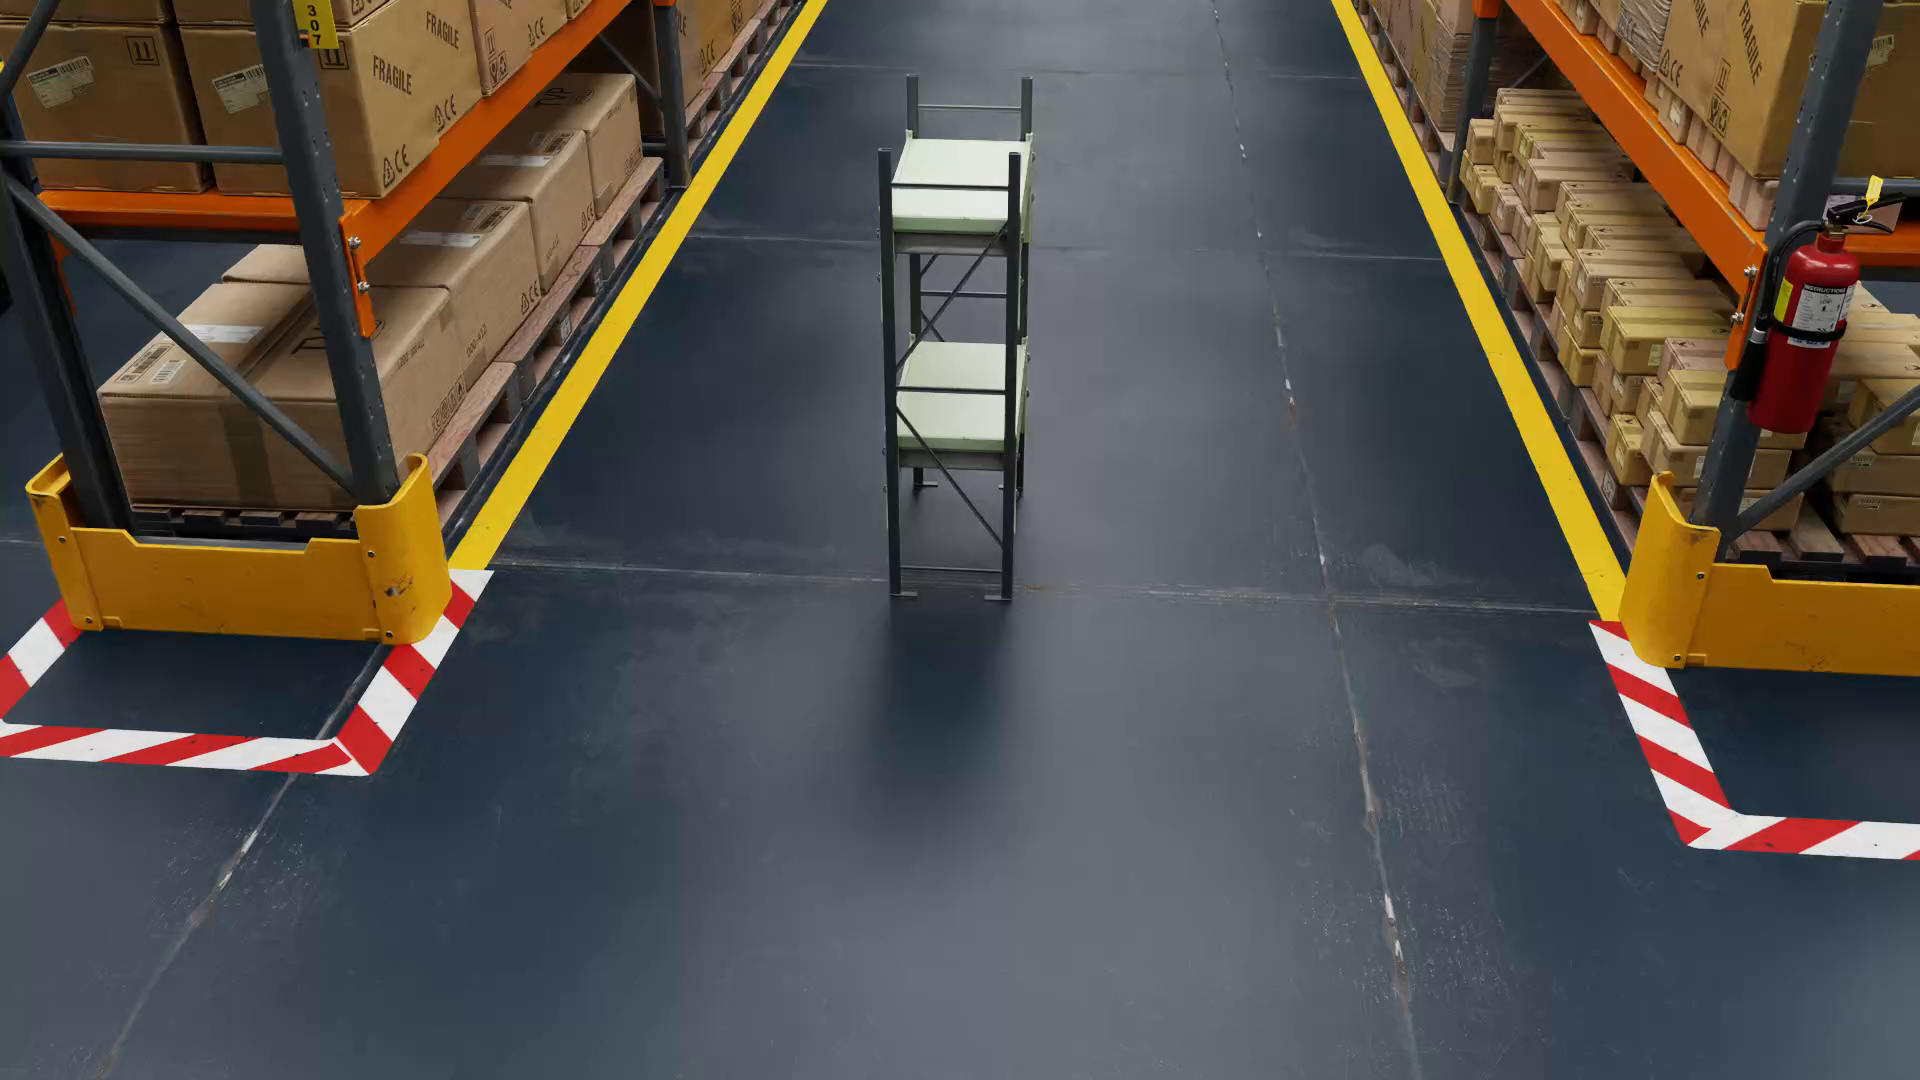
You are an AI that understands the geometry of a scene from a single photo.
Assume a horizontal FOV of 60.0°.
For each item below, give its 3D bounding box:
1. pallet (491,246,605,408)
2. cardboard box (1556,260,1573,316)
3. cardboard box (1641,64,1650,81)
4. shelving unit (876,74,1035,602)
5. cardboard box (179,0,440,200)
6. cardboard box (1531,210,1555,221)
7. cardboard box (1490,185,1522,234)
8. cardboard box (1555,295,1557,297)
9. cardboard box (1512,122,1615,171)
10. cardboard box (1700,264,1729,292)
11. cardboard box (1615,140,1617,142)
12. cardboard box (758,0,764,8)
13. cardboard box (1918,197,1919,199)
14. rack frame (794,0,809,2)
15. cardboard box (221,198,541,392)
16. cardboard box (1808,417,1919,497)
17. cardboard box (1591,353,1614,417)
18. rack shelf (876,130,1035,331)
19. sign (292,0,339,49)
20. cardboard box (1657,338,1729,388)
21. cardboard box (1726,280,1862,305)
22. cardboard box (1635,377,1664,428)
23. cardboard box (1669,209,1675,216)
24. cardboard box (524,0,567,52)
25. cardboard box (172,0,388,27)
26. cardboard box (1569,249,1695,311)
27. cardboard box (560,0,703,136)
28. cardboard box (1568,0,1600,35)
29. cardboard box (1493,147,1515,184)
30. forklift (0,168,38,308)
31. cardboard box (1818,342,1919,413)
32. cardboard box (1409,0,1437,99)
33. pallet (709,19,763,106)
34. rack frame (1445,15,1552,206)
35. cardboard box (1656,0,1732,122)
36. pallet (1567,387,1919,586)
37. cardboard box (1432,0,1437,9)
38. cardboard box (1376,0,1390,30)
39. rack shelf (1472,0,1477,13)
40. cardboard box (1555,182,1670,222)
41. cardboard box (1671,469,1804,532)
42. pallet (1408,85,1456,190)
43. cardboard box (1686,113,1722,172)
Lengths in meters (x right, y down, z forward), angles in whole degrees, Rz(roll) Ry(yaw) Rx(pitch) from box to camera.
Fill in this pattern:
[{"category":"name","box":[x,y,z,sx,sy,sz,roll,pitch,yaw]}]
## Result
[{"category":"pallet","box":[-2.164,-0.941,7.076,1.003,0.211,1.213,2,32,4]},{"category":"cardboard box","box":[2.556,-0.969,6.496,0.380,0.149,0.250,4,32,6]},{"category":"cardboard box","box":[2.626,-1.658,5.820,0.380,0.149,0.250,1,32,2]},{"category":"shelving unit","box":[0.001,-0.642,5.362,0.431,1.500,0.755,2,32,4]},{"category":"cardboard box","box":[-1.928,-1.352,4.990,0.500,0.500,0.500,2,32,4]},{"category":"cardboard box","box":[2.680,-1.371,7.149,0.380,0.149,0.250,4,32,6]},{"category":"cardboard box","box":[2.674,-1.521,7.676,0.380,0.149,0.250,2,32,4]},{"category":"cardboard box","box":[2.654,-0.972,6.784,0.380,0.149,0.250,3,32,5]},{"category":"cardboard box","box":[2.727,-1.775,7.521,0.380,0.149,0.250,2,32,3]},{"category":"cardboard box","box":[3.034,-0.955,6.475,0.380,0.149,0.250,4,32,7]},{"category":"cardboard box","box":[3.263,-1.890,7.707,0.380,0.149,0.250,3,32,5]},{"category":"cardboard box","box":[-1.741,-4.171,11.283,0.875,0.875,0.875,2,32,4]},{"category":"cardboard box","box":[3.021,-1.096,4.908,0.380,0.149,0.250,4,32,6]},{"category":"rack frame","box":[-1.602,-5.254,11.417,1.000,3.000,0.127,2,32,4]},{"category":"cardboard box","box":[-2.233,-0.987,6.535,0.875,0.438,0.875,3,32,5]},{"category":"cardboard box","box":[2.987,-0.267,5.358,0.380,0.149,0.250,4,32,6]},{"category":"cardboard box","box":[2.558,-0.564,6.124,0.380,0.149,0.250,3,32,4]},{"category":"rack shelf","box":[0.001,-0.974,5.157,0.431,0.370,0.720,2,32,4]},{"category":"sign","box":[-1.701,-1.446,4.337,0.100,0.325,0.005,2,32,4]},{"category":"cardboard box","box":[2.557,-0.547,5.529,0.380,0.149,0.250,3,32,5]},{"category":"cardboard box","box":[3.090,-0.944,6.172,0.380,0.149,0.250,4,32,6]},{"category":"cardboard box","box":[2.522,-0.427,5.617,0.380,0.149,0.250,2,32,3]},{"category":"cardboard box","box":[3.172,-1.373,7.153,0.380,0.149,0.250,3,32,5]},{"category":"cardboard box","box":[-1.831,-2.146,6.277,0.500,0.500,0.500,3,32,6]},{"category":"cardboard box","box":[-1.930,-1.778,4.728,0.500,0.500,0.500,2,32,3]},{"category":"cardboard box","box":[2.502,-0.964,6.205,0.380,0.149,0.250,4,32,6]},{"category":"cardboard box","box":[-1.957,-2.764,9.001,0.875,0.875,0.875,3,32,6]},{"category":"cardboard box","box":[2.606,-2.072,6.493,0.380,0.149,0.250,4,32,6]},{"category":"cardboard box","box":[2.734,-1.784,7.819,0.380,0.149,0.250,3,32,4]},{"category":"forklift","box":[-4.784,-2.118,6.393,1.130,2.935,3.031,-3,32,-5]},{"category":"cardboard box","box":[2.972,-0.539,5.516,0.380,0.149,0.250,3,32,5]},{"category":"cardboard box","box":[2.865,-2.785,9.392,0.500,0.500,0.500,2,32,3]},{"category":"pallet","box":[-1.843,-3.022,10.452,1.003,0.211,1.213,2,32,4]},{"category":"rack frame","box":[3.014,-3.004,7.765,1.000,3.000,0.127,2,32,4]},{"category":"cardboard box","box":[2.516,-1.597,5.103,0.500,0.500,0.500,2,32,3]},{"category":"pallet","box":[2.796,-0.188,5.854,1.003,0.211,1.213,2,32,4]},{"category":"cardboard box","box":[2.878,-3.106,9.199,0.500,0.250,0.500,4,32,6]},{"category":"cardboard box","box":[2.990,-3.588,10.695,0.500,0.500,0.500,3,32,5]},{"category":"rack shelf","box":[3.177,-3.743,9.651,1.077,0.370,4.000,2,32,4]},{"category":"cardboard box","box":[2.686,-1.362,6.851,0.380,0.149,0.250,1,32,2]},{"category":"cardboard box","box":[2.523,-0.162,5.470,0.380,0.149,0.250,3,32,5]},{"category":"pallet","box":[3.076,-2.224,9.157,1.003,0.211,1.213,2,32,4]},{"category":"cardboard box","box":[2.496,-1.248,5.156,0.380,0.149,0.250,2,32,4]}]
